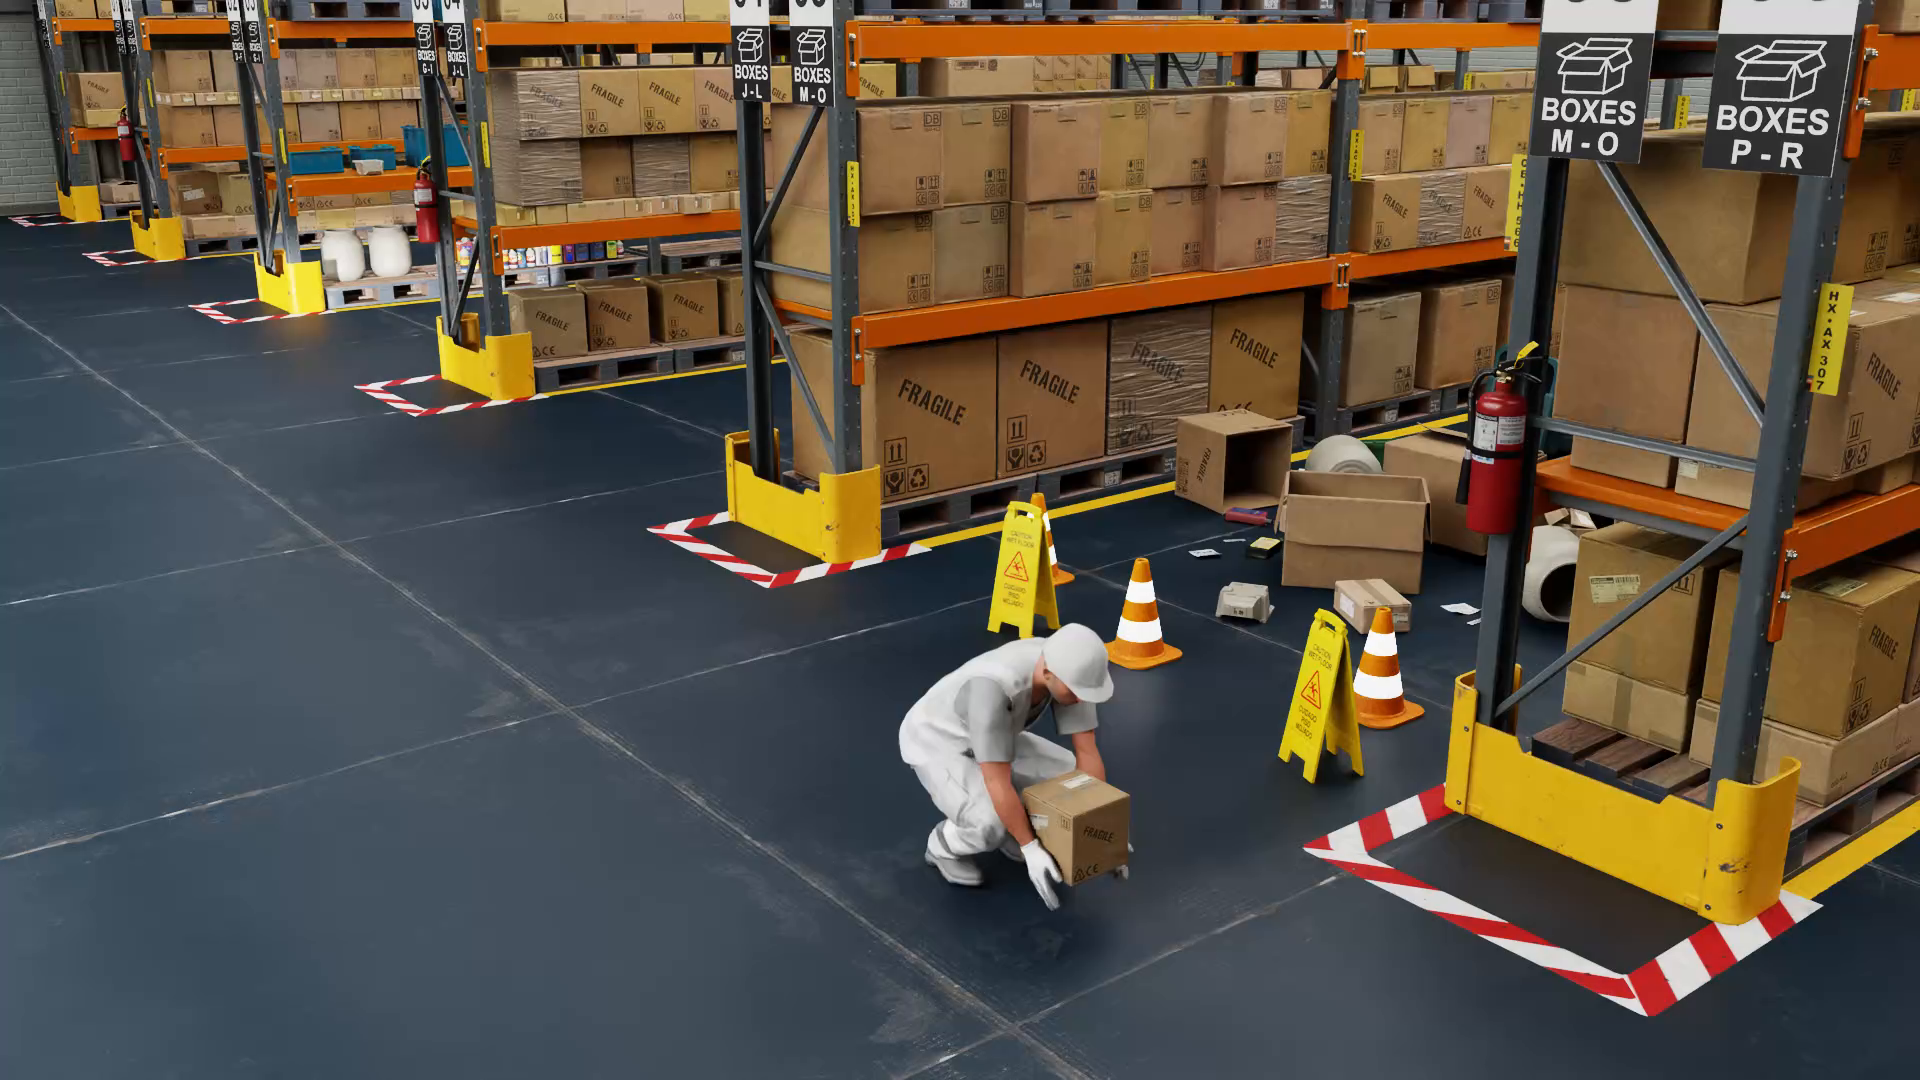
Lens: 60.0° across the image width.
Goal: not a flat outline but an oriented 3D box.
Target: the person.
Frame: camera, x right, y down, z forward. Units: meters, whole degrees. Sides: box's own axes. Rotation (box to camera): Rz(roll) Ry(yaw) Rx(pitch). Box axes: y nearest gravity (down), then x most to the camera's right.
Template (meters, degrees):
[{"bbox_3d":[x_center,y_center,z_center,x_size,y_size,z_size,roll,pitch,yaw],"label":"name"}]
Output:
[{"bbox_3d":[0.184,0.699,5.632,0.553,0.994,0.878,-14,22,-37],"label":"person"}]
